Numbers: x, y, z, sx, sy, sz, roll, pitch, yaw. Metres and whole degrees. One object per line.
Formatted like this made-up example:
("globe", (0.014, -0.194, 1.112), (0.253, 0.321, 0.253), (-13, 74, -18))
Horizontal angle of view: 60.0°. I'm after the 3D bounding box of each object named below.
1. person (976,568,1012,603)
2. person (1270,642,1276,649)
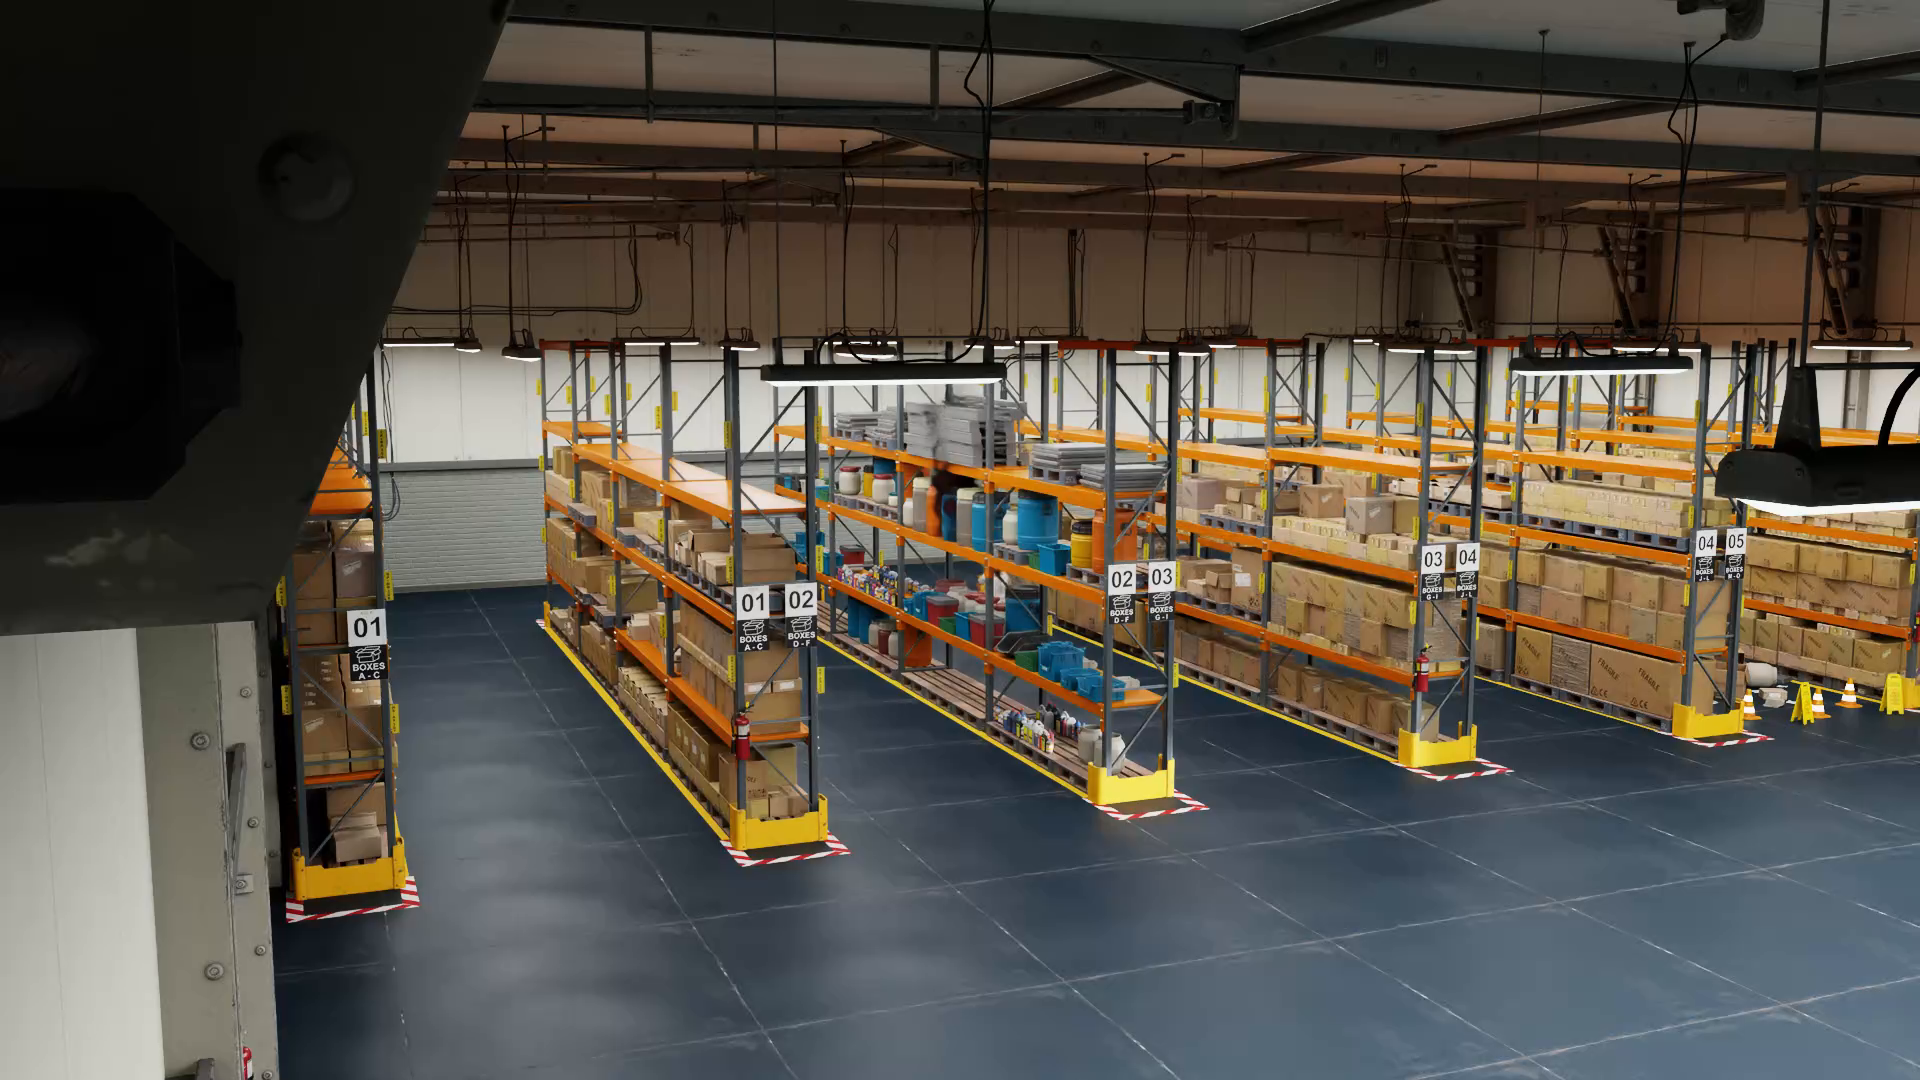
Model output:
("person", (0.744, 1.246, 32.368), (0.655, 1.803, 0.721), (-6, 9, -36))
("person", (6.152, 1.256, 32.414), (0.675, 1.805, 0.689), (-4, 8, -29))
